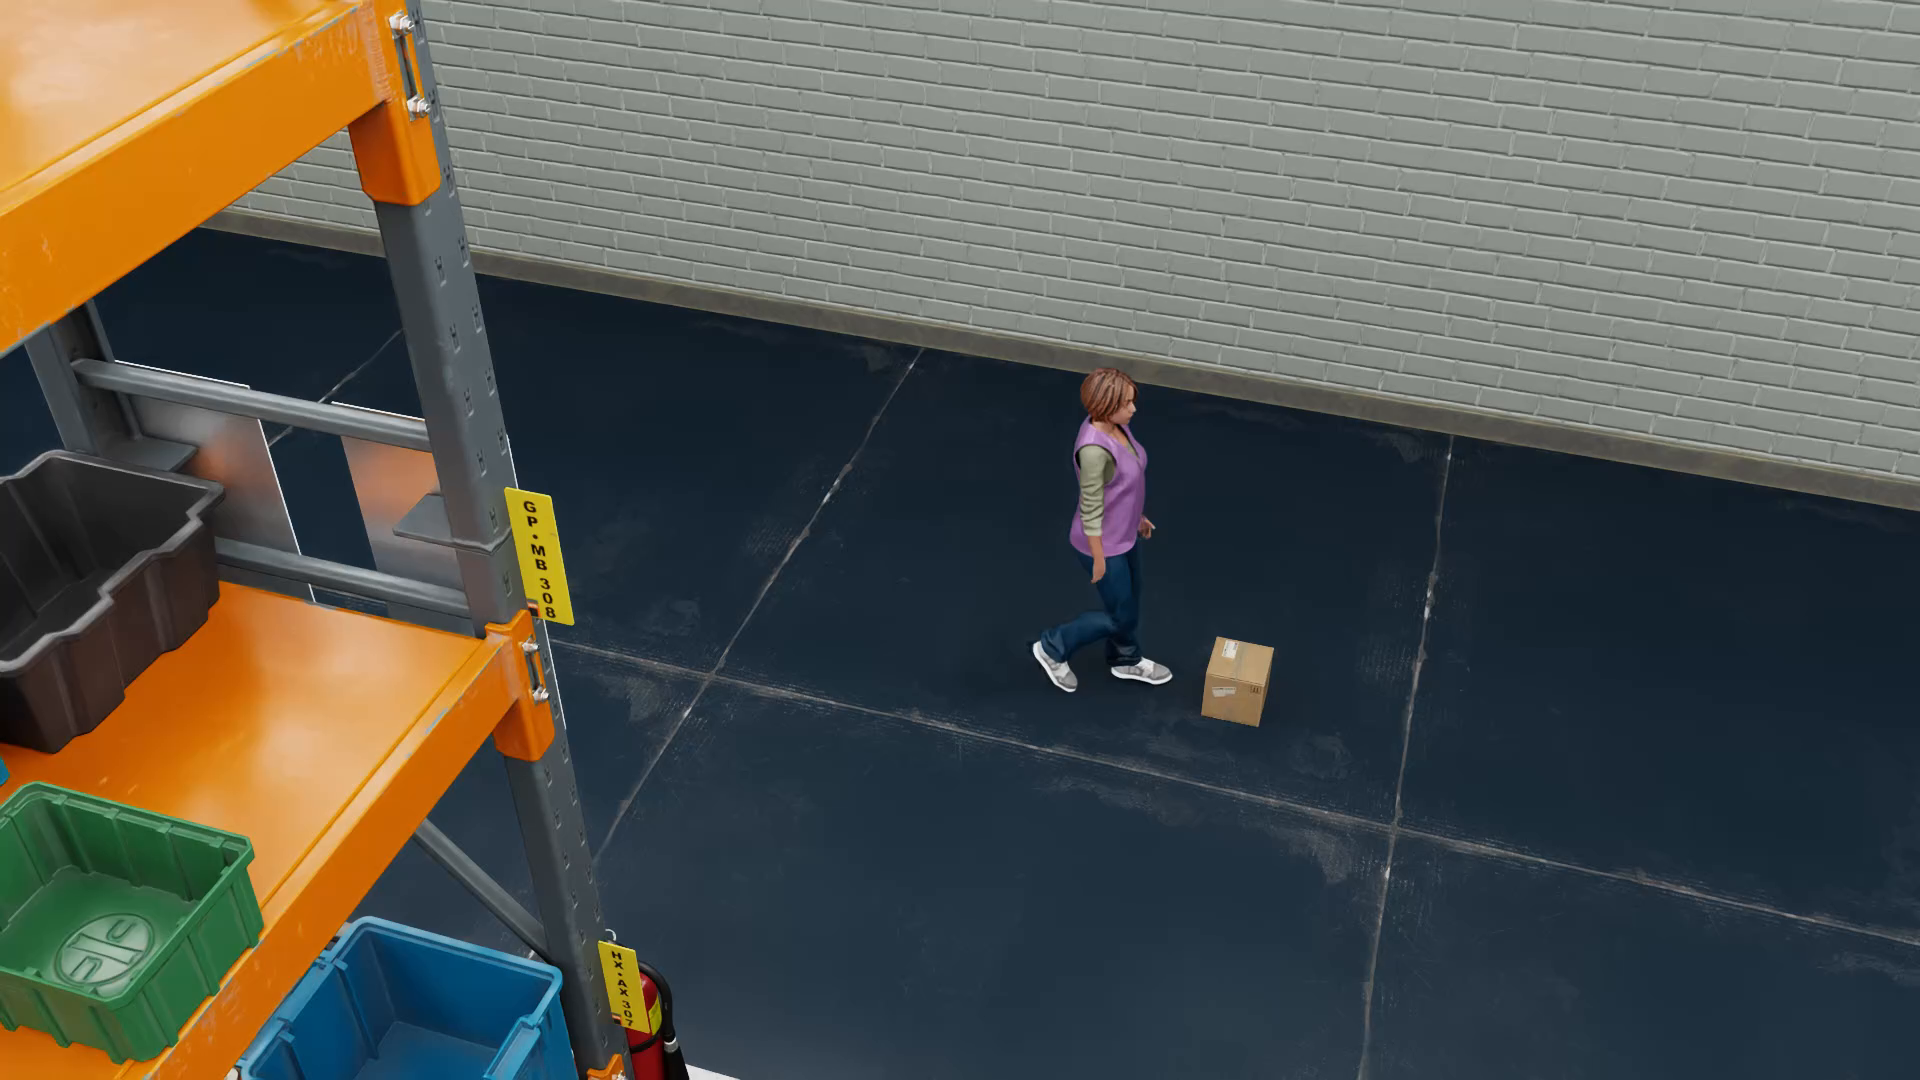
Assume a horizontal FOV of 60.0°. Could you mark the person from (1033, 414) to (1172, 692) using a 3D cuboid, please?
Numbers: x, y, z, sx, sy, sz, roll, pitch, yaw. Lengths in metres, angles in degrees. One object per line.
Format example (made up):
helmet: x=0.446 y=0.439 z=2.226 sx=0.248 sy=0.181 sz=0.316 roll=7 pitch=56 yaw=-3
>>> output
person: x=0.632 y=0.080 z=6.956 sx=0.594 sy=1.362 sz=0.436 roll=10 pitch=39 yaw=12
